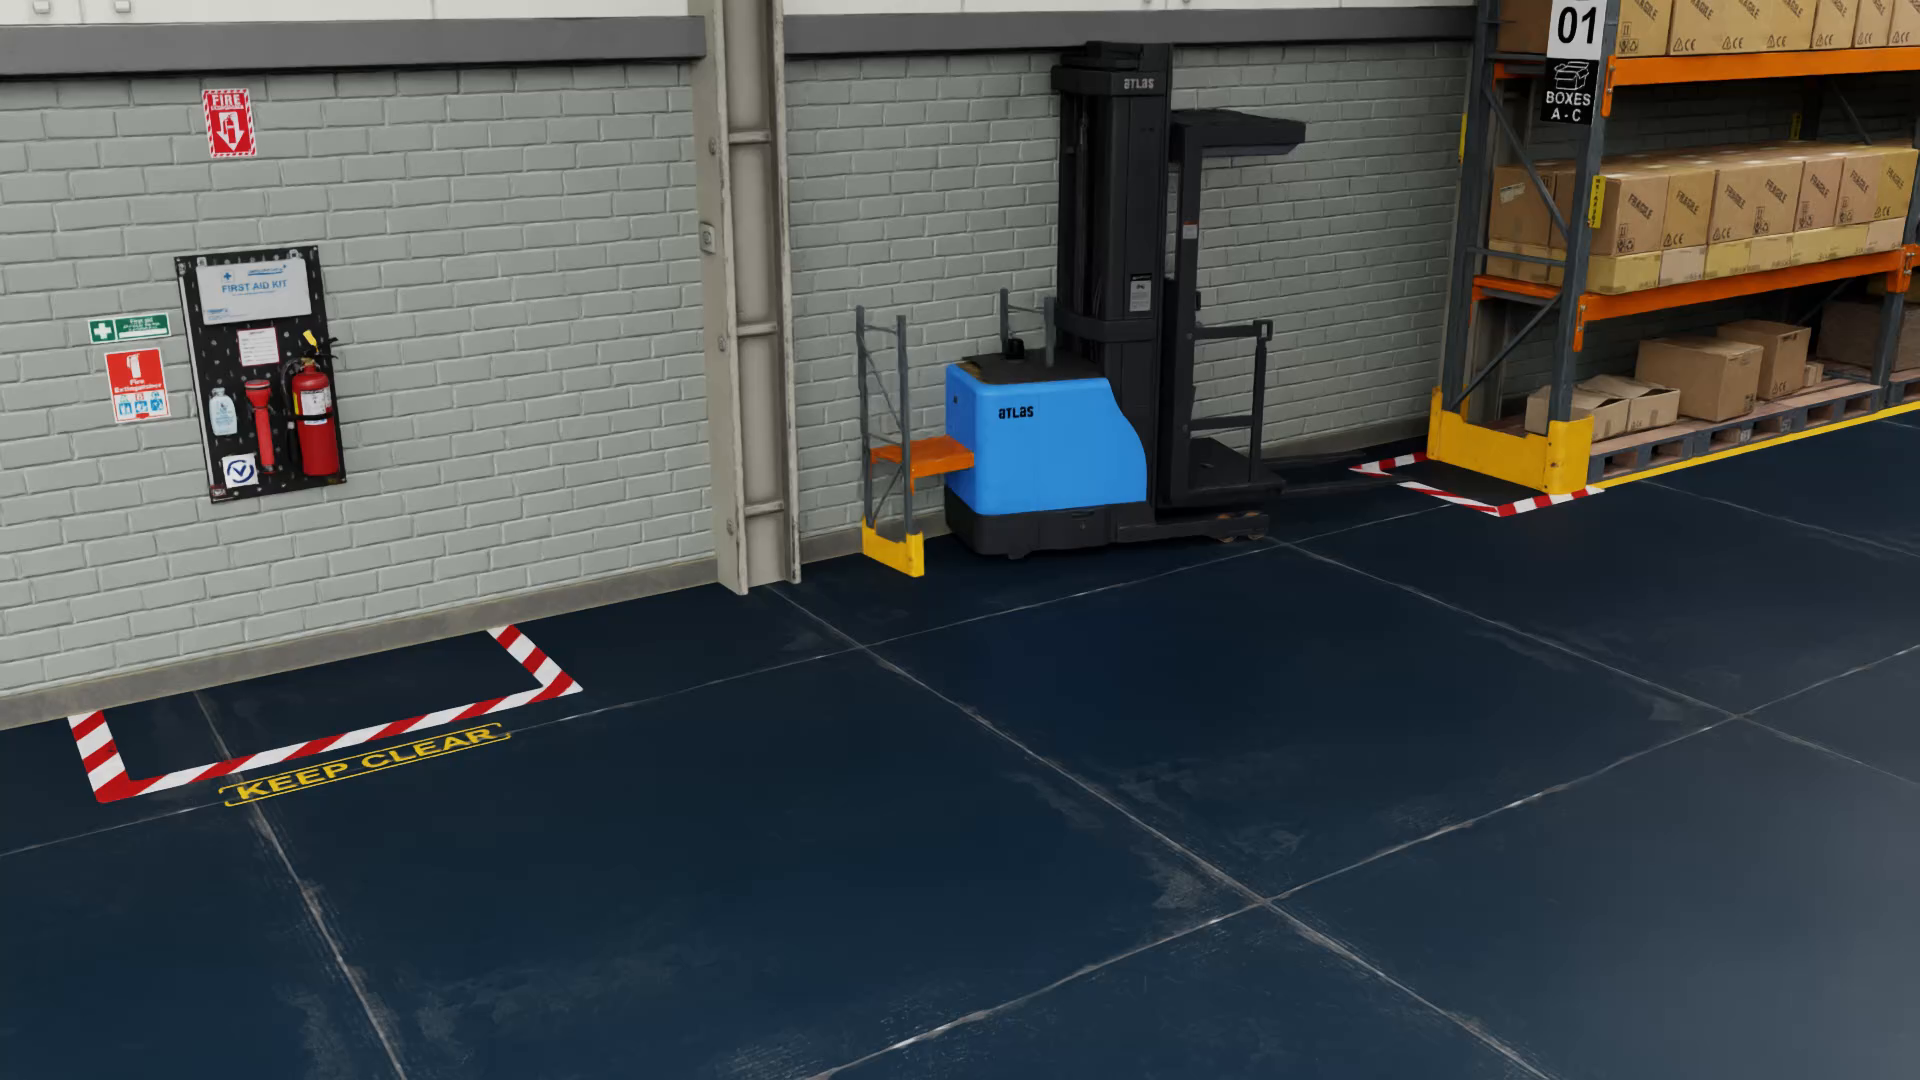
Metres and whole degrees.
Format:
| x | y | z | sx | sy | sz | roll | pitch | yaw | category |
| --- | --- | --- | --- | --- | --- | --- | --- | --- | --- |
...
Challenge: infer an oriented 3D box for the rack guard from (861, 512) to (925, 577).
| x | y | z | sx | sy | sz | roll | pitch | yaw | category |
| --- | --- | --- | --- | --- | --- | --- | --- | --- | --- |
| -0.397 | 0.023 | 9.767 | 0.087 | 0.250 | 0.587 | -12 | 20 | -32 | rack guard |

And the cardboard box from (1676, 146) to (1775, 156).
| x | y | z | sx | sy | sz | roll | pitch | yaw | category |
| --- | --- | --- | --- | --- | --- | --- | --- | --- | --- |
| 5.728 | -2.683 | 12.528 | 0.500 | 0.500 | 0.500 | -11 | 22 | -30 | cardboard box |

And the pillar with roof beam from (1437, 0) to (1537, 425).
| x | y | z | sx | sy | sz | roll | pitch | yaw | category |
| --- | --- | --- | --- | --- | --- | --- | --- | --- | --- |
| 6.224 | -3.933 | 7.827 | 0.400 | 9.000 | 9.100 | -12 | 22 | -31 | pillar with roof beam |

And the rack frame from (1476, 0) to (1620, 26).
| x | y | z | sx | sy | sz | roll | pitch | yaw | category |
| --- | --- | --- | --- | --- | --- | --- | --- | --- | --- |
| 3.748 | -4.730 | 10.184 | 0.127 | 3.000 | 1.000 | -12 | 22 | -31 | rack frame |

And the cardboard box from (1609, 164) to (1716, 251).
| x | y | z | sx | sy | sz | roll | pitch | yaw | category |
| --- | --- | --- | --- | --- | --- | --- | --- | --- | --- |
| 4.730 | -2.270 | 11.306 | 0.500 | 0.500 | 0.500 | -12 | 22 | -31 | cardboard box |

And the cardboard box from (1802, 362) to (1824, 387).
| x | y | z | sx | sy | sz | roll | pitch | yaw | category |
| --- | --- | --- | --- | --- | --- | --- | --- | --- | --- |
| 6.658 | -1.356 | 13.310 | 0.250 | 0.166 | 0.380 | -16 | 24 | -38 | cardboard box |

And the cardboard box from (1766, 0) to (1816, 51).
| x | y | z | sx | sy | sz | roll | pitch | yaw | category |
| --- | --- | --- | --- | --- | --- | --- | --- | --- | --- |
| 5.500 | -3.635 | 11.443 | 0.500 | 0.500 | 0.500 | -10 | 21 | -28 | cardboard box |

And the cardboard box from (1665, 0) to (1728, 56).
| x | y | z | sx | sy | sz | roll | pitch | yaw | category |
| --- | --- | --- | --- | --- | --- | --- | --- | --- | --- |
| 4.633 | -3.443 | 10.873 | 0.500 | 0.500 | 0.500 | -10 | 21 | -28 | cardboard box |

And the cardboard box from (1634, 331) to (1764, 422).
| x | y | z | sx | sy | sz | roll | pitch | yaw | category |
| --- | --- | --- | --- | --- | --- | --- | --- | --- | --- |
| 5.491 | -1.226 | 12.404 | 0.500 | 0.500 | 0.700 | -14 | 23 | -35 | cardboard box |

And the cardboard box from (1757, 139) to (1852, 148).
| x | y | z | sx | sy | sz | roll | pitch | yaw | category |
| --- | --- | --- | --- | --- | --- | --- | --- | --- | --- |
| 6.581 | -2.859 | 13.050 | 0.500 | 0.500 | 0.500 | -13 | 22 | -33 | cardboard box |

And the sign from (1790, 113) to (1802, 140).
| x | y | z | sx | sy | sz | roll | pitch | yaw | category |
| --- | --- | --- | --- | --- | --- | --- | --- | --- | --- |
| 6.780 | -3.289 | 13.481 | 0.005 | 0.325 | 0.100 | -12 | 22 | -31 | sign |

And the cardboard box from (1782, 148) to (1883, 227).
| x | y | z | sx | sy | sz | roll | pitch | yaw | category |
| --- | --- | --- | --- | --- | --- | --- | --- | --- | --- |
| 6.450 | -2.631 | 12.374 | 0.500 | 0.500 | 0.500 | -12 | 22 | -32 | cardboard box |

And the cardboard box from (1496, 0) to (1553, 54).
| x | y | z | sx | sy | sz | roll | pitch | yaw | category |
| --- | --- | --- | --- | --- | --- | --- | --- | --- | --- |
| 3.957 | -3.507 | 11.063 | 0.500 | 0.500 | 0.500 | -10 | 21 | -28 | cardboard box |

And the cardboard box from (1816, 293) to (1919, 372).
| x | y | z | sx | sy | sz | roll | pitch | yaw | category |
| --- | --- | --- | --- | --- | --- | --- | --- | --- | --- |
| 7.694 | -1.751 | 13.956 | 0.500 | 0.500 | 0.700 | -11 | 22 | -30 | cardboard box |

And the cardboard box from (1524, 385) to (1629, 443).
| x | y | z | sx | sy | sz | roll | pitch | yaw | category |
| --- | --- | --- | --- | --- | --- | --- | --- | --- | --- |
| 4.375 | -0.920 | 11.794 | 0.500 | 0.311 | 0.500 | -15 | 24 | -37 | cardboard box |

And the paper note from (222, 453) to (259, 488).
| x | y | z | sx | sy | sz | roll | pitch | yaw | category |
| --- | --- | --- | --- | --- | --- | --- | --- | --- | --- |
| -3.425 | -0.330 | 7.914 | 0.142 | 0.148 | 0.016 | -12 | 22 | -31 | paper note |

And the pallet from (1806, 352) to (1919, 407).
| x | y | z | sx | sy | sz | roll | pitch | yaw | category |
| --- | --- | --- | --- | --- | --- | --- | --- | --- | --- |
| 7.738 | -1.409 | 14.083 | 1.213 | 0.211 | 1.003 | -12 | 22 | -31 | pallet |

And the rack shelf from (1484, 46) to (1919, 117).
| x | y | z | sx | sy | sz | roll | pitch | yaw | category |
| --- | --- | --- | --- | --- | --- | --- | --- | --- | --- |
| 5.418 | -3.320 | 11.822 | 4.000 | 0.370 | 1.077 | -12 | 22 | -31 | rack shelf |

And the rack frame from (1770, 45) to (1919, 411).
| x | y | z | sx | sy | sz | roll | pitch | yaw | category |
| --- | --- | --- | --- | --- | --- | --- | --- | --- | --- |
| 7.088 | -2.592 | 13.229 | 0.127 | 3.000 | 1.000 | -12 | 22 | -31 | rack frame |

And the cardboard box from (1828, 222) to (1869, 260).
| x | y | z | sx | sy | sz | roll | pitch | yaw | category |
| --- | --- | --- | --- | --- | --- | --- | --- | --- | --- |
| 6.439 | -2.281 | 12.510 | 0.500 | 0.250 | 0.500 | -12 | 22 | -31 | cardboard box |

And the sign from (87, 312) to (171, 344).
| x | y | z | sx | sy | sz | roll | pitch | yaw | category |
| --- | --- | --- | --- | --- | --- | --- | --- | --- | --- |
| -3.749 | -0.957 | 7.509 | 0.331 | 0.109 | 0.001 | -12 | 22 | -31 | sign |

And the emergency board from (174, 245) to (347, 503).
| x | y | z | sx | sy | sz | roll | pitch | yaw | category |
| --- | --- | --- | --- | --- | --- | --- | --- | --- | --- |
| -3.239 | -0.761 | 7.811 | 0.643 | 1.169 | 0.194 | -12 | 22 | -31 | emergency board |

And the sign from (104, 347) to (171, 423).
| x | y | z | sx | sy | sz | roll | pitch | yaw | category |
| --- | --- | --- | --- | --- | --- | --- | --- | --- | --- |
| -3.758 | -0.708 | 7.599 | 0.234 | 0.329 | 0.001 | -12 | 22 | -31 | sign |

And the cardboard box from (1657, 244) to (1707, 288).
| x | y | z | sx | sy | sz | roll | pitch | yaw | category |
| --- | --- | --- | --- | --- | --- | --- | --- | --- | --- |
| 4.756 | -1.922 | 11.451 | 0.500 | 0.250 | 0.500 | -13 | 22 | -33 | cardboard box |

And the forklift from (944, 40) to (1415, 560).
| x | y | z | sx | sy | sz | roll | pitch | yaw | category |
| --- | --- | --- | --- | --- | --- | --- | --- | --- | --- |
| 1.395 | -1.529 | 10.191 | 3.031 | 2.935 | 1.130 | -6 | 20 | -17 | forklift |

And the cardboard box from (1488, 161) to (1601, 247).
| x | y | z | sx | sy | sz | roll | pitch | yaw | category |
| --- | --- | --- | --- | --- | --- | --- | --- | --- | --- |
| 4.025 | -2.321 | 11.460 | 0.500 | 0.500 | 0.500 | -12 | 22 | -32 | cardboard box |

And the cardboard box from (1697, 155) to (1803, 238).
| x | y | z | sx | sy | sz | roll | pitch | yaw | category |
| --- | --- | --- | --- | --- | --- | --- | --- | --- | --- |
| 5.590 | -2.453 | 11.849 | 0.500 | 0.500 | 0.500 | -11 | 22 | -30 | cardboard box |

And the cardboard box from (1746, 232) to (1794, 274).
| x | y | z | sx | sy | sz | roll | pitch | yaw | category |
| --- | --- | --- | --- | --- | --- | --- | --- | --- | --- |
| 5.608 | -2.099 | 11.973 | 0.500 | 0.250 | 0.500 | -12 | 22 | -31 | cardboard box |

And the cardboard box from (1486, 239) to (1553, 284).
| x | y | z | sx | sy | sz | roll | pitch | yaw | category |
| --- | --- | --- | --- | --- | --- | --- | --- | --- | --- |
| 4.032 | -1.960 | 11.563 | 0.500 | 0.250 | 0.500 | -12 | 22 | -31 | cardboard box |

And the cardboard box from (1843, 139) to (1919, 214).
| x | y | z | sx | sy | sz | roll | pitch | yaw | category |
| --- | --- | --- | --- | --- | --- | --- | --- | --- | --- |
| 7.532 | -2.929 | 13.381 | 0.500 | 0.500 | 0.700 | -12 | 22 | -31 | cardboard box |

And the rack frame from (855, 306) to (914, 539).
| x | y | z | sx | sy | sz | roll | pitch | yaw | category |
| --- | --- | --- | --- | --- | --- | --- | --- | --- | --- |
| -0.430 | -0.572 | 9.578 | 0.032 | 1.500 | 0.500 | -12 | 20 | -32 | rack frame |

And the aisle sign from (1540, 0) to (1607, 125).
| x | y | z | sx | sy | sz | roll | pitch | yaw | category |
| --- | --- | --- | --- | --- | --- | --- | --- | --- | --- |
| 3.853 | -3.026 | 10.454 | 0.004 | 0.787 | 0.394 | -12 | 22 | -31 | aisle sign |

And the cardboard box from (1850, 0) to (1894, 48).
| x | y | z | sx | sy | sz | roll | pitch | yaw | category |
| --- | --- | --- | --- | --- | --- | --- | --- | --- | --- |
| 6.373 | -3.829 | 12.017 | 0.500 | 0.500 | 0.500 | -14 | 23 | -36 | cardboard box |

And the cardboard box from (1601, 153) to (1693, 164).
| x | y | z | sx | sy | sz | roll | pitch | yaw | category |
| --- | --- | --- | --- | --- | --- | --- | --- | --- | --- |
| 4.880 | -2.500 | 11.987 | 0.500 | 0.500 | 0.500 | -13 | 22 | -33 | cardboard box |

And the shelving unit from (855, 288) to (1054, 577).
| x | y | z | sx | sy | sz | roll | pitch | yaw | category |
| --- | --- | --- | --- | --- | --- | --- | --- | --- | --- |
| 0.000 | -0.665 | 9.851 | 1.083 | 1.500 | 0.587 | -12 | 20 | -32 | shelving unit |

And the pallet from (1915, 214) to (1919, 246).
| x | y | z | sx | sy | sz | roll | pitch | yaw | category |
| --- | --- | --- | --- | --- | --- | --- | --- | --- | --- |
| 7.807 | -2.597 | 13.543 | 1.213 | 0.211 | 1.003 | -12 | 22 | -31 | pallet |
